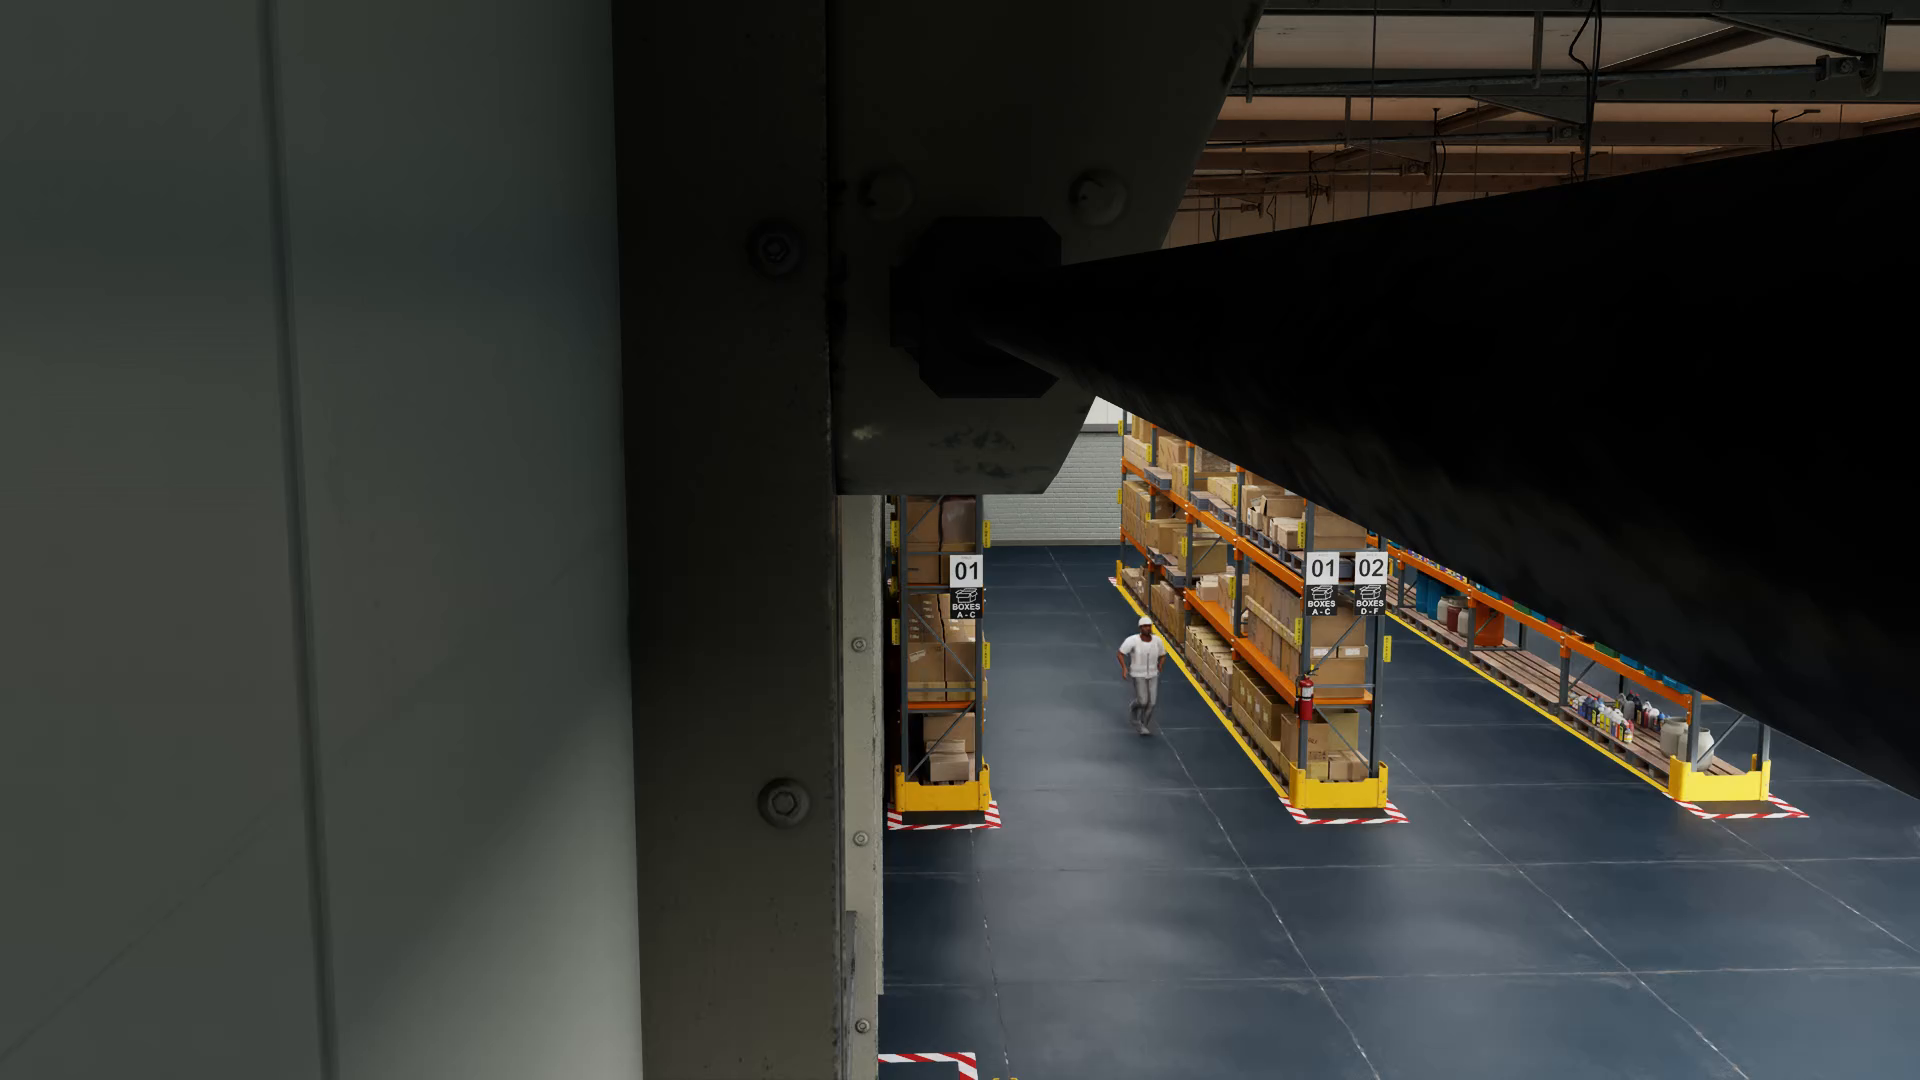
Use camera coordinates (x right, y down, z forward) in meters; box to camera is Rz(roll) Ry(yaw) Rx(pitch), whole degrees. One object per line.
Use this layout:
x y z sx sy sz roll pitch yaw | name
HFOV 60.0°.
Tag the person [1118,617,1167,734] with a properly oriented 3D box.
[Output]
2.668 1.958 23.962 0.698 1.720 0.576 -2 9 -13 | person
